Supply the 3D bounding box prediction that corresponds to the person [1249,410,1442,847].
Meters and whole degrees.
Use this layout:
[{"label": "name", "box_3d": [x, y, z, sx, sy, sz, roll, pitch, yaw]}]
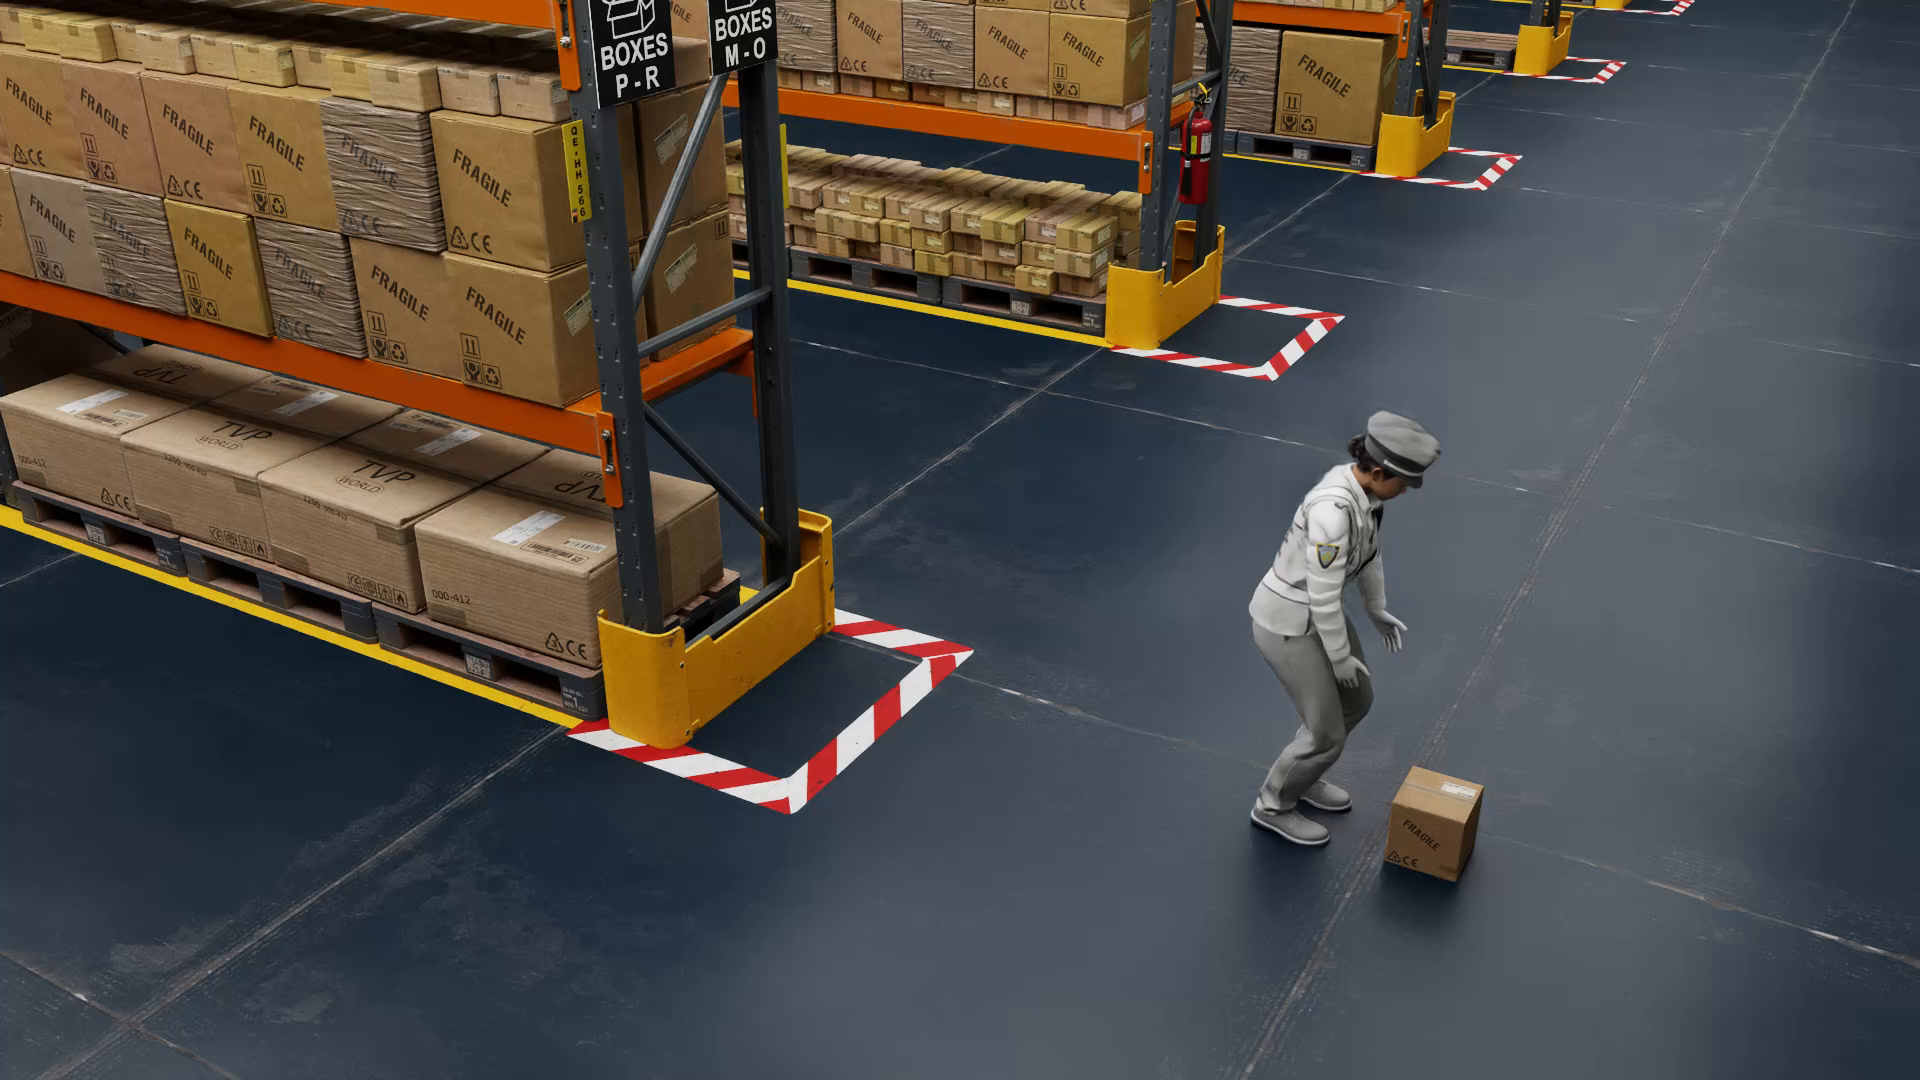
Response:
[{"label": "person", "box_3d": [1.273, 0.293, 5.663, 0.548, 1.559, 0.520, 15, 30, 27]}]
